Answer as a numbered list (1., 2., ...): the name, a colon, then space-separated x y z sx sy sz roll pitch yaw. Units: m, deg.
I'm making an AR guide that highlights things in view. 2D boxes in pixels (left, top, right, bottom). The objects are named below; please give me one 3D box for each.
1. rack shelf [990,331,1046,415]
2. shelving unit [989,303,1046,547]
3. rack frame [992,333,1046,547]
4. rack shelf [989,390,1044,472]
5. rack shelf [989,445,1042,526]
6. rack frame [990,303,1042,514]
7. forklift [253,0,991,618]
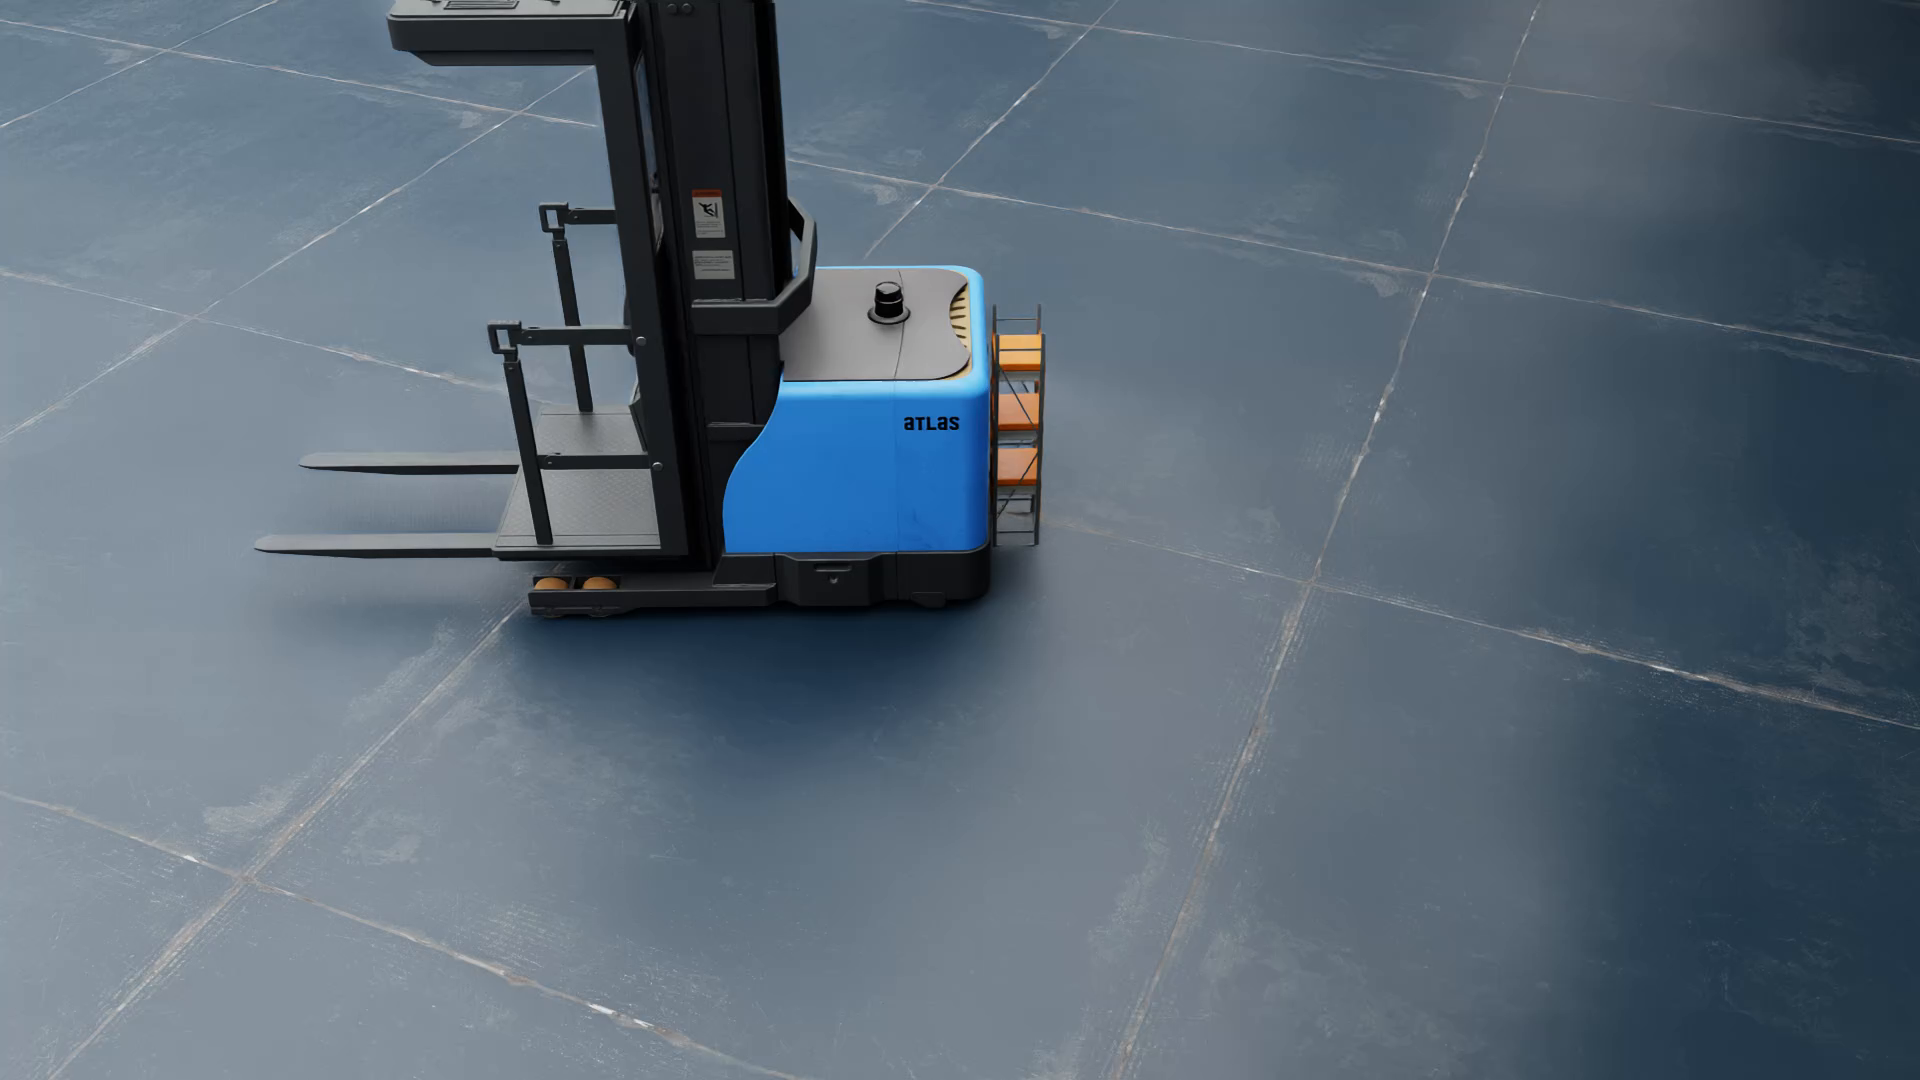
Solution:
1. rack shelf: 0.237 -0.688 6.837 0.215 0.259 0.240 -1 37 -1
2. shelving unit: 0.237 -0.469 7.001 0.215 1.050 0.252 -1 37 -1
3. rack frame: 0.240 -0.396 6.903 0.200 1.050 0.008 -1 37 -1
4. rack shelf: 0.237 -0.461 7.007 0.215 0.259 0.240 -1 37 -1
5. rack shelf: 0.237 -0.238 7.173 0.215 0.259 0.240 -1 37 -1
6. rack frame: 0.233 -0.542 7.098 0.200 1.050 0.008 -1 37 -1
7. forklift: -1.397 -1.175 6.374 3.031 2.935 1.130 -1 37 -1
